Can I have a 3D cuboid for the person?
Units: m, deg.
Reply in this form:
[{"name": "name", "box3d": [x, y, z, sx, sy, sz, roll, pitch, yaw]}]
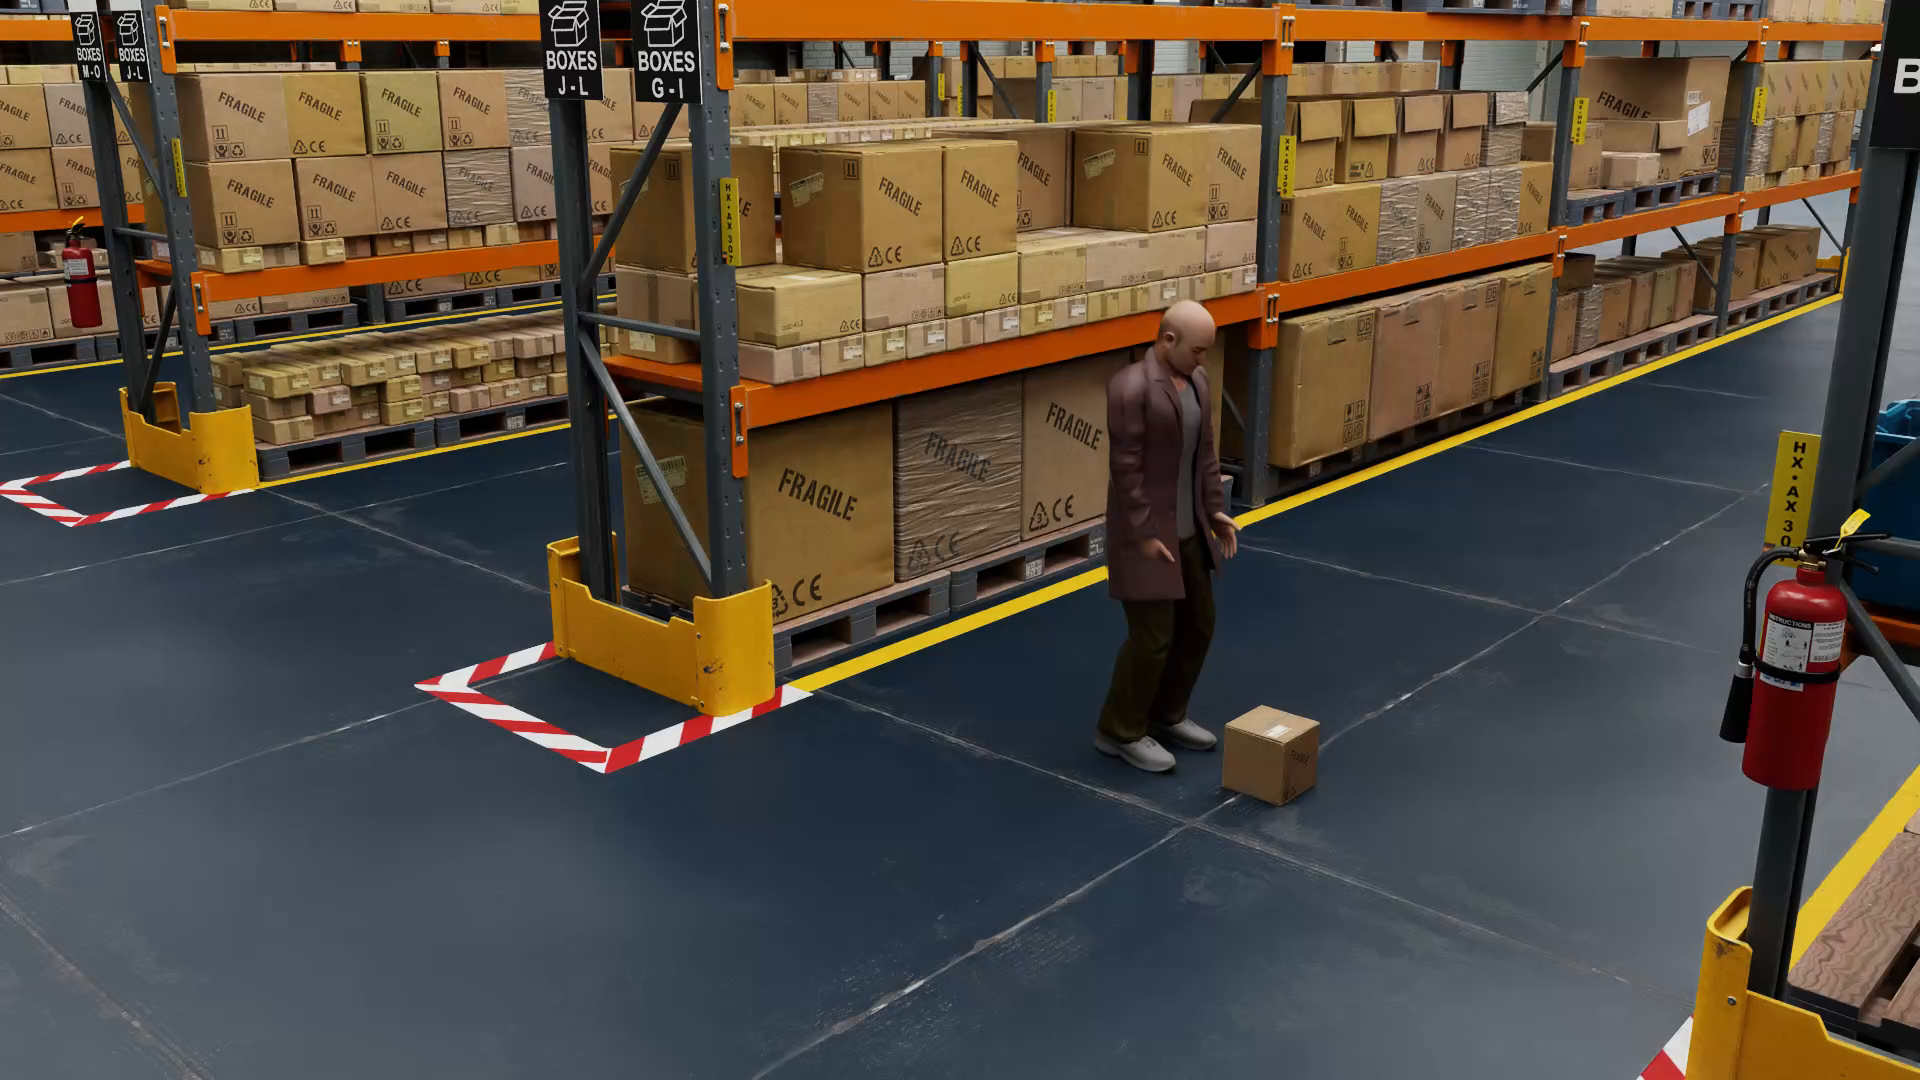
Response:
[{"name": "person", "box3d": [0.775, -0.025, 6.226, 0.390, 1.745, 0.579, 15, 22, 41]}]
